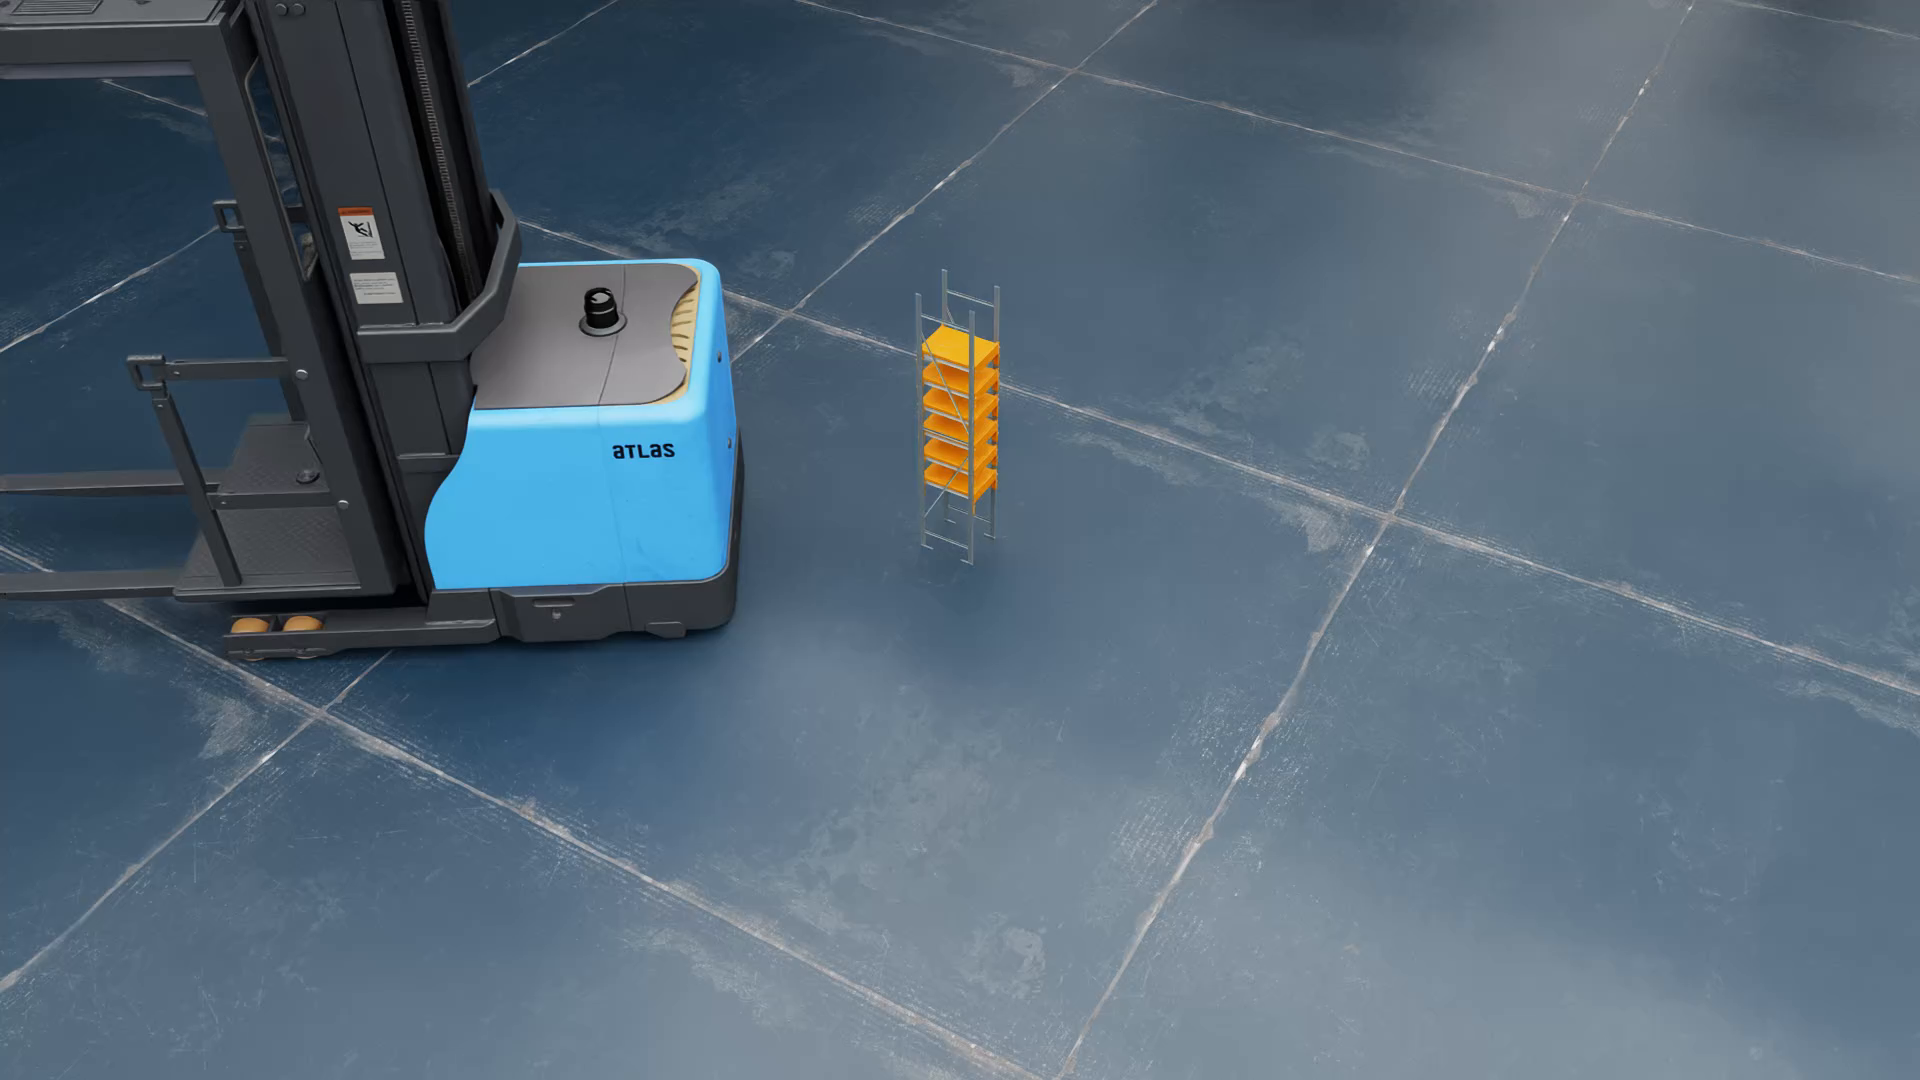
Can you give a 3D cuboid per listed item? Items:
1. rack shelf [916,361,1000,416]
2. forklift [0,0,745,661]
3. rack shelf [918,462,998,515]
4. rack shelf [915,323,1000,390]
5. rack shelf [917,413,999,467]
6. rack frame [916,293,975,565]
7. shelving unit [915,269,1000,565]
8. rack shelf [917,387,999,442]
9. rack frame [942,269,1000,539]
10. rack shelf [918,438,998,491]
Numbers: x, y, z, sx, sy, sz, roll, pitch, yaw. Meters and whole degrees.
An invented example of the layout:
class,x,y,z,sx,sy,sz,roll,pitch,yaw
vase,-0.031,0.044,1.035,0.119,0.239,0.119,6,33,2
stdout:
class,x,y,z,sx,sy,sz,roll,pitch,yaw
rack shelf,-0.007,-0.589,6.215,0.258,0.103,0.180,21,45,22
forklift,-2.393,-1.008,5.677,3.031,2.935,1.130,-2,41,-2
rack shelf,-0.007,-0.229,6.532,0.258,0.103,0.180,21,45,22
rack shelf,-0.007,-0.679,6.135,0.258,0.103,0.180,21,45,22
rack shelf,-0.007,-0.409,6.373,0.258,0.103,0.180,21,45,22
rack frame,-0.053,-0.390,6.285,0.240,1.200,0.006,21,45,22
shelving unit,-0.007,-0.442,6.344,0.258,1.200,0.189,21,45,22
rack shelf,-0.007,-0.499,6.294,0.258,0.103,0.180,21,45,22
rack frame,0.039,-0.494,6.404,0.240,1.200,0.006,21,45,22
rack shelf,-0.007,-0.319,6.453,0.258,0.103,0.180,21,45,22
